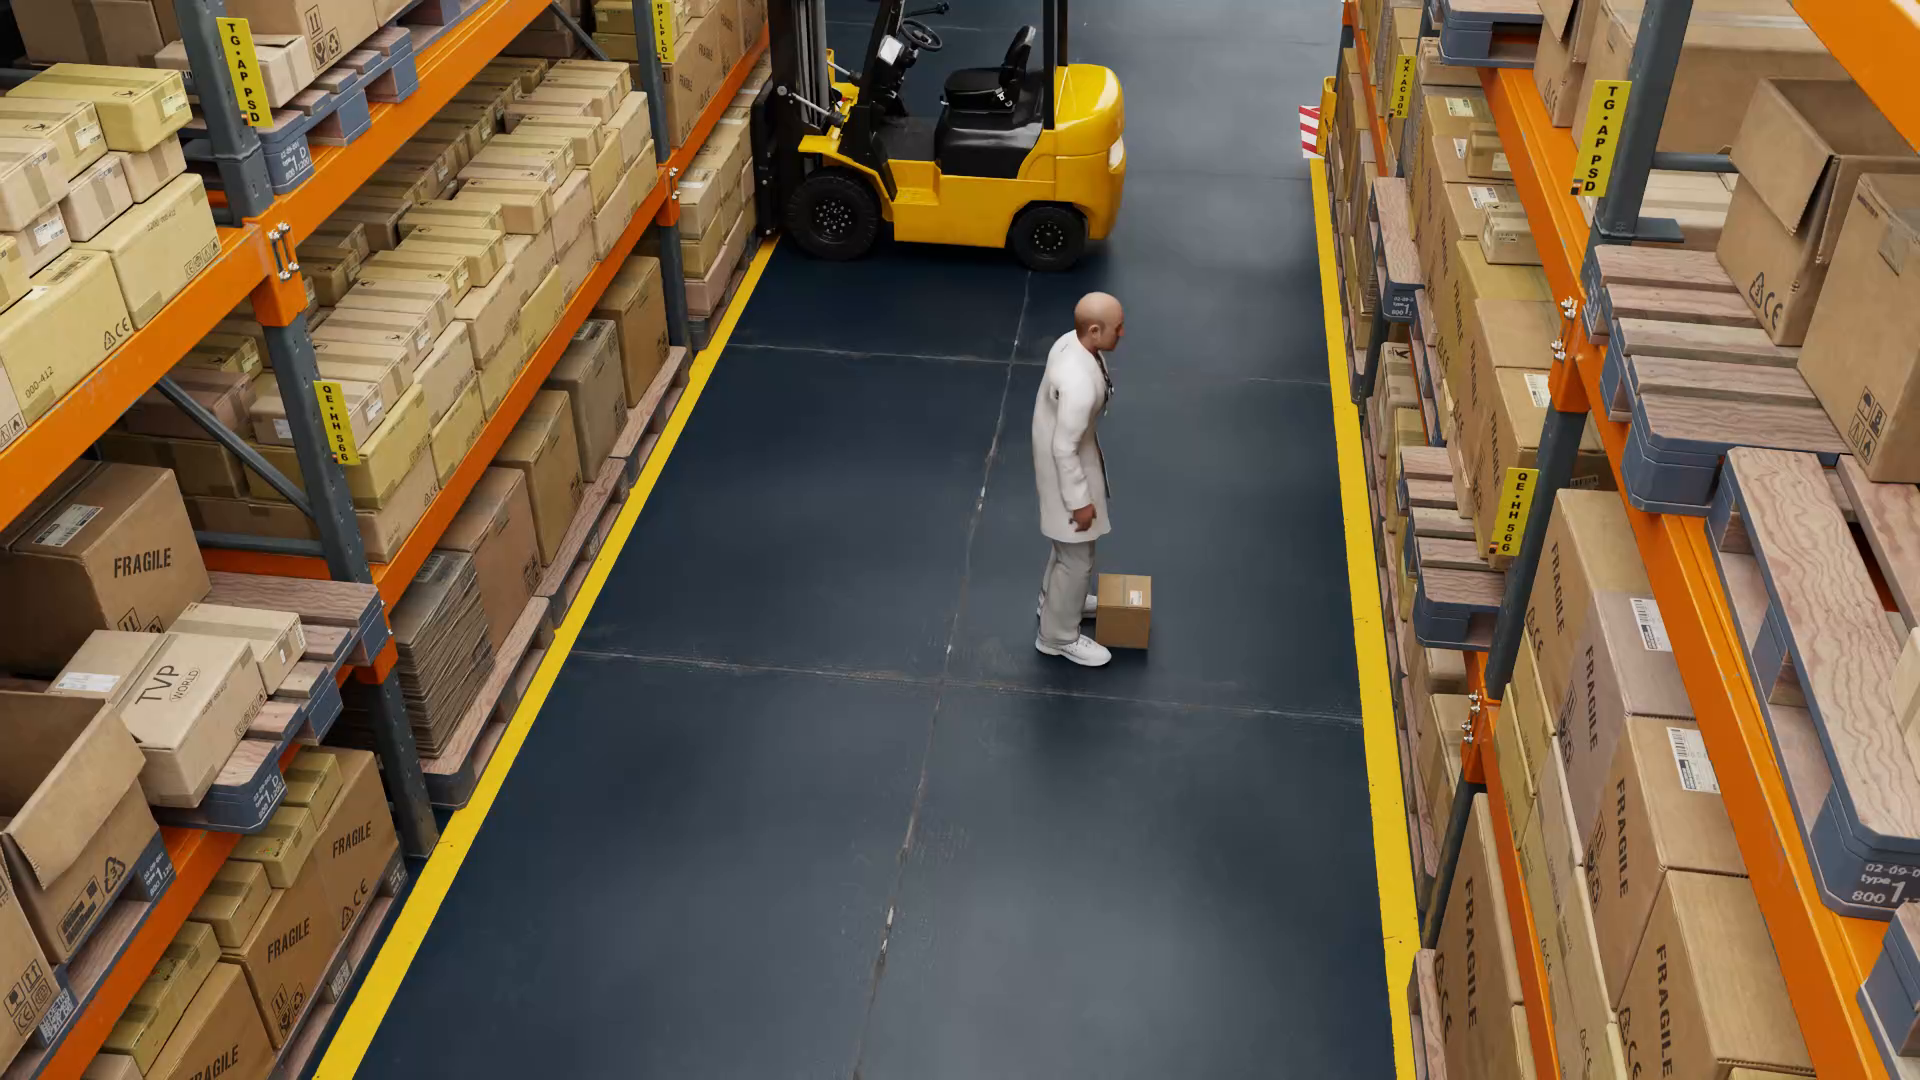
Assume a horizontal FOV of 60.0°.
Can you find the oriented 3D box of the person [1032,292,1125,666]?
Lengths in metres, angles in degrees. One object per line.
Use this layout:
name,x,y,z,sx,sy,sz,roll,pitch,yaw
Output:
person,0.526,-0.300,7.473,0.416,1.774,0.651,4,36,5
